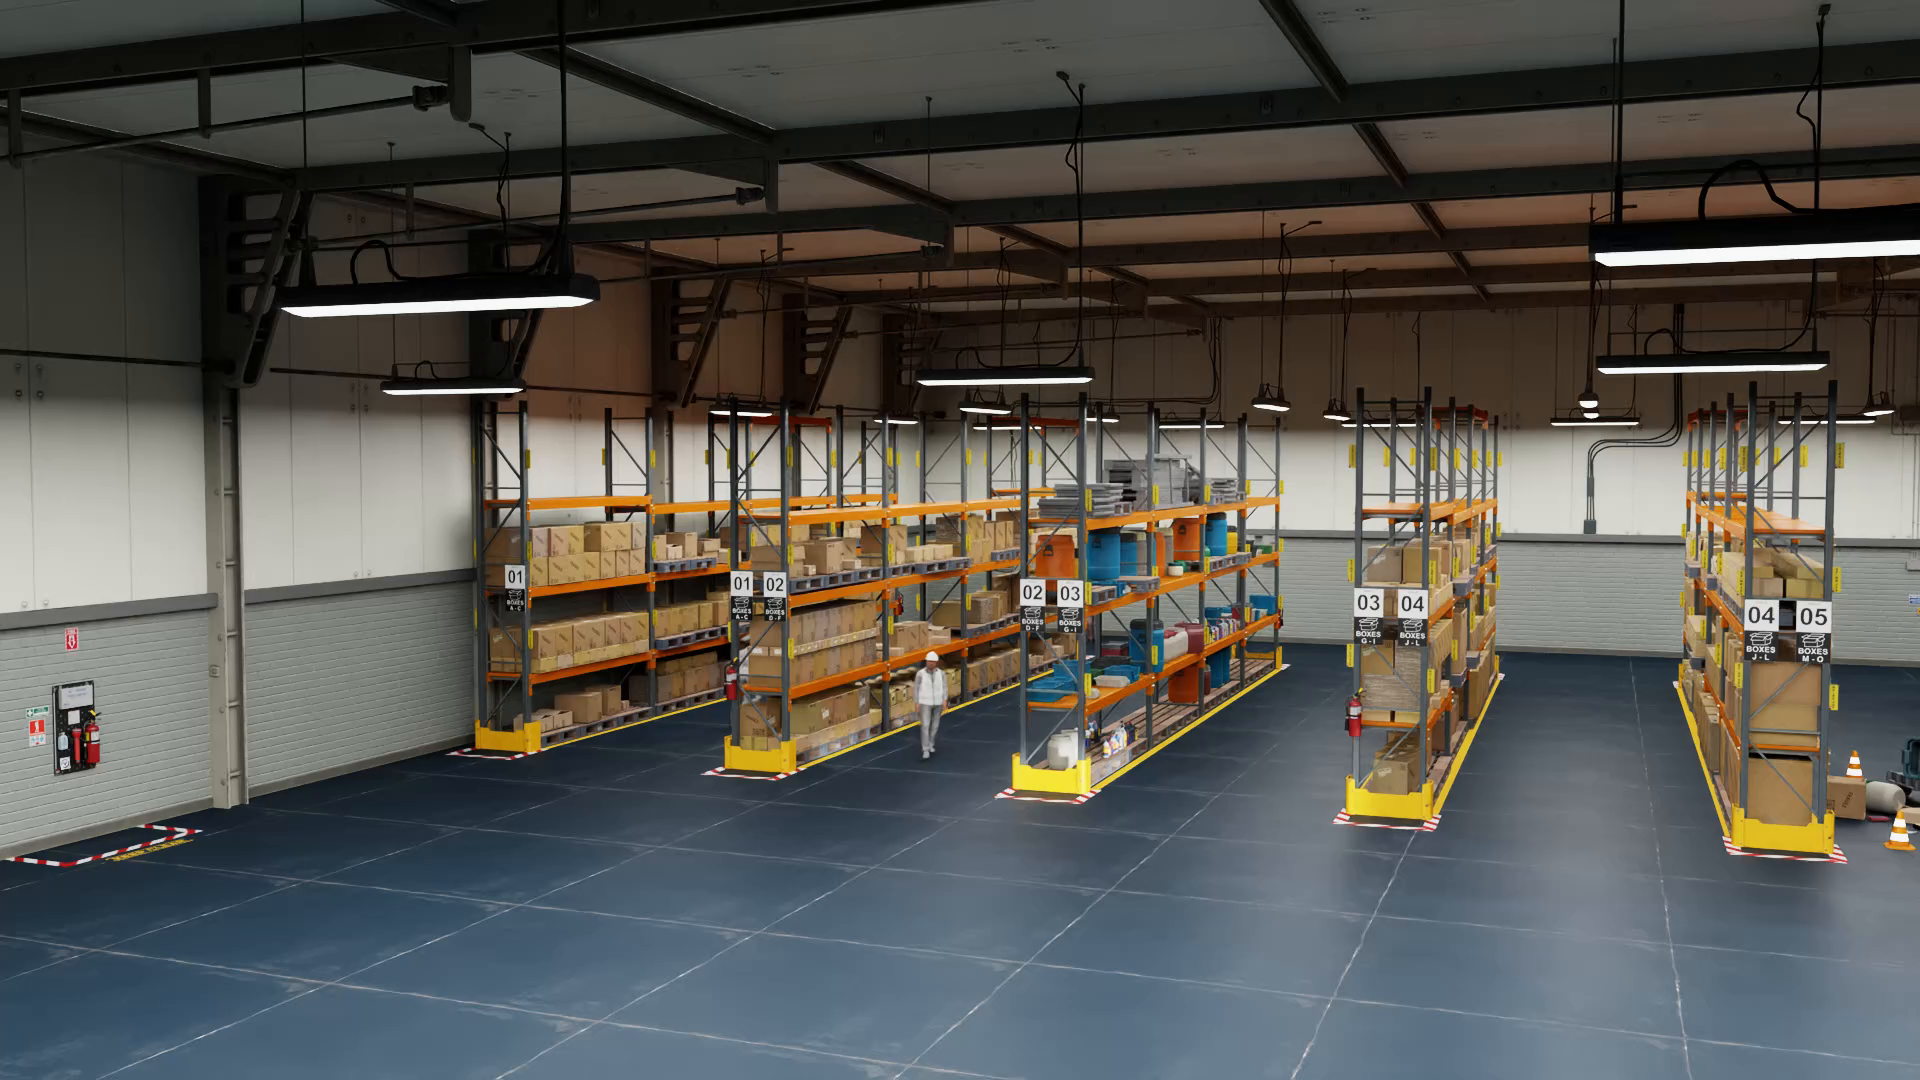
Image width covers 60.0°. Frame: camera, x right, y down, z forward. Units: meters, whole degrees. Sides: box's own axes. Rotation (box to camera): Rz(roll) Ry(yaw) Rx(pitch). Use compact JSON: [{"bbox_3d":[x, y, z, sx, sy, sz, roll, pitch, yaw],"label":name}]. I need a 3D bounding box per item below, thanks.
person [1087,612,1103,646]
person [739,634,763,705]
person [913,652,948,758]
[{"bbox_3d":[3.613,1.960,45.149,0.556,1.710,0.943,-1,3,-11],"label":"person"},{"bbox_3d":[-4.000,2.623,31.496,0.526,1.679,0.464,2,3,32],"label":"person"},{"bbox_3d":[-0.473,2.751,27.988,0.561,1.737,0.883,-1,3,-19],"label":"person"}]
